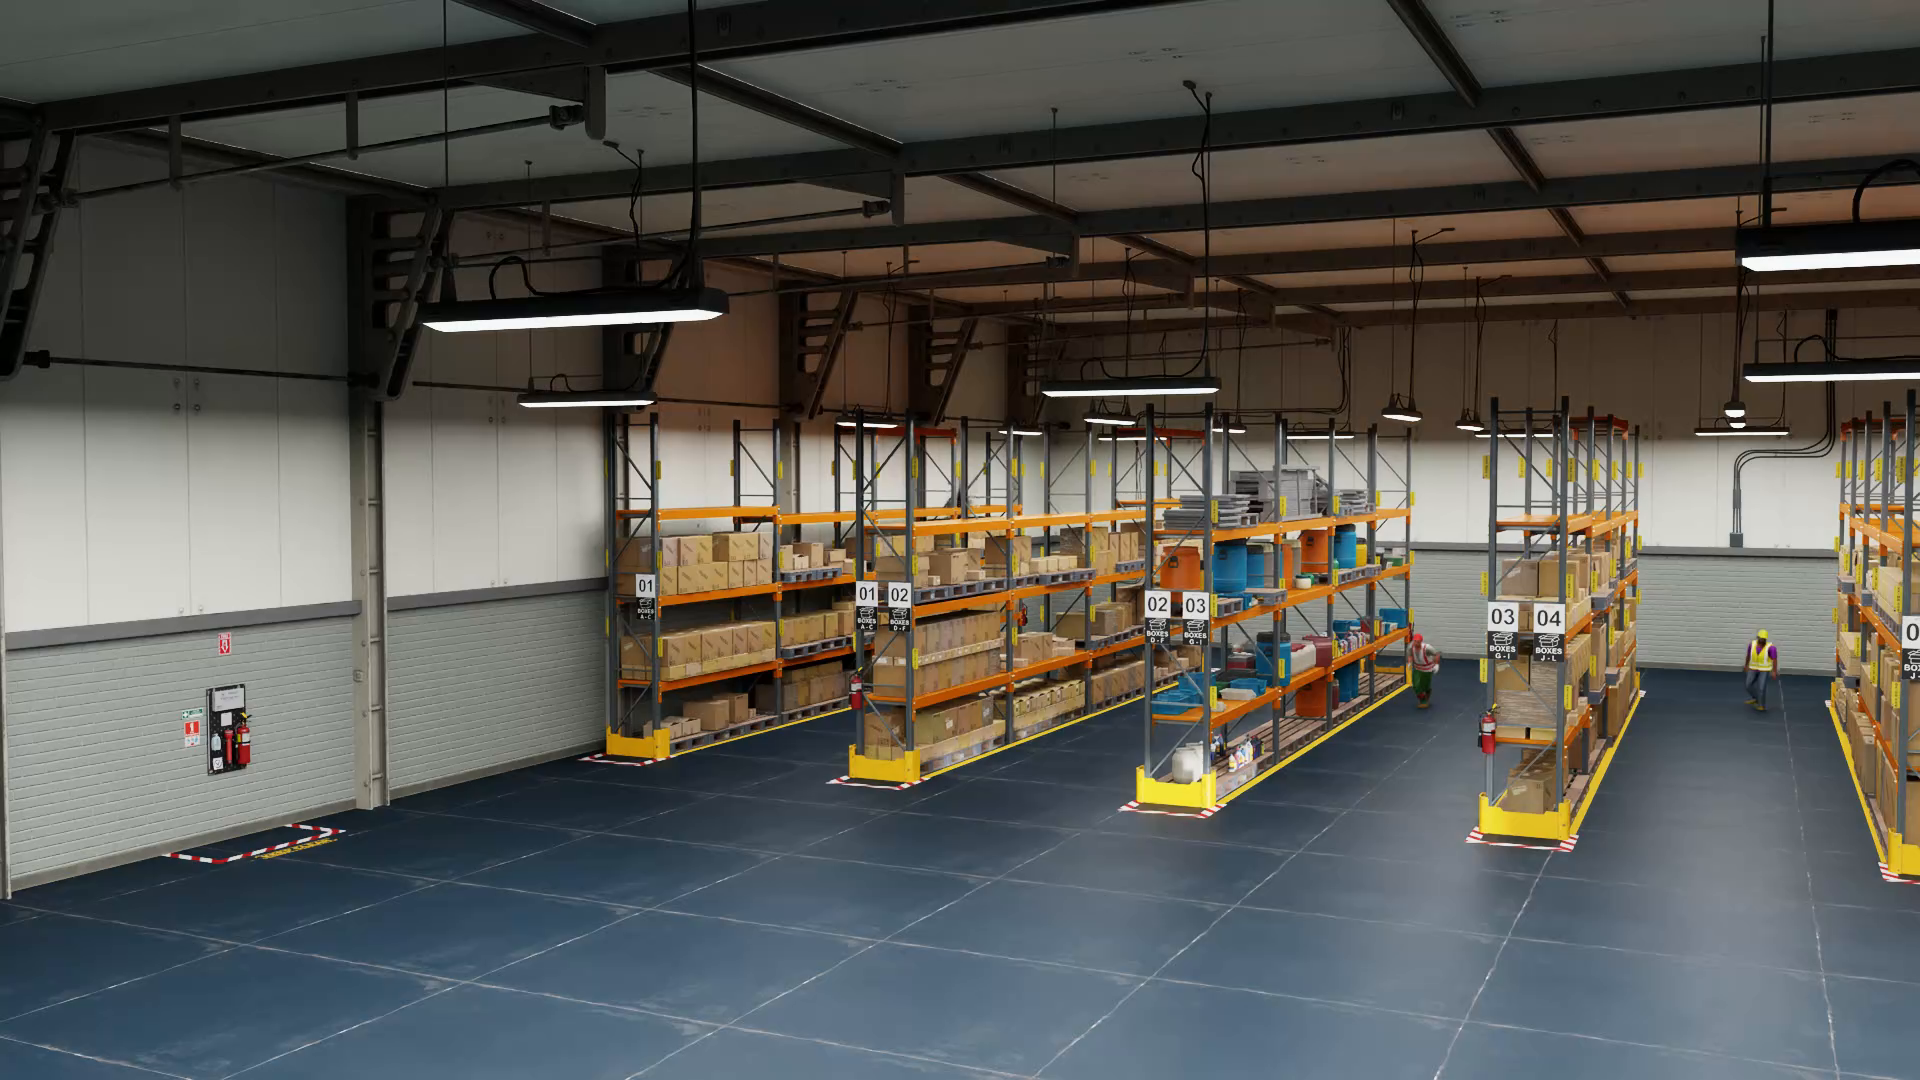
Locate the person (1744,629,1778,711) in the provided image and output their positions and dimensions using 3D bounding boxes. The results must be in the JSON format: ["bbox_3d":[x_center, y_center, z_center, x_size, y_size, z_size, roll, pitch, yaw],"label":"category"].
[{"bbox_3d":[16.590,2.689,34.480,0.631,1.713,0.753,-2,3,-44],"label":"person"}]

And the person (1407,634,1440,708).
[{"bbox_3d":[9.731,2.737,34.861,0.671,1.602,0.957,2,3,35],"label":"person"}]

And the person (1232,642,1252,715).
[{"bbox_3d":[5.675,2.809,33.587,0.573,1.564,0.950,2,3,36],"label":"person"}]
